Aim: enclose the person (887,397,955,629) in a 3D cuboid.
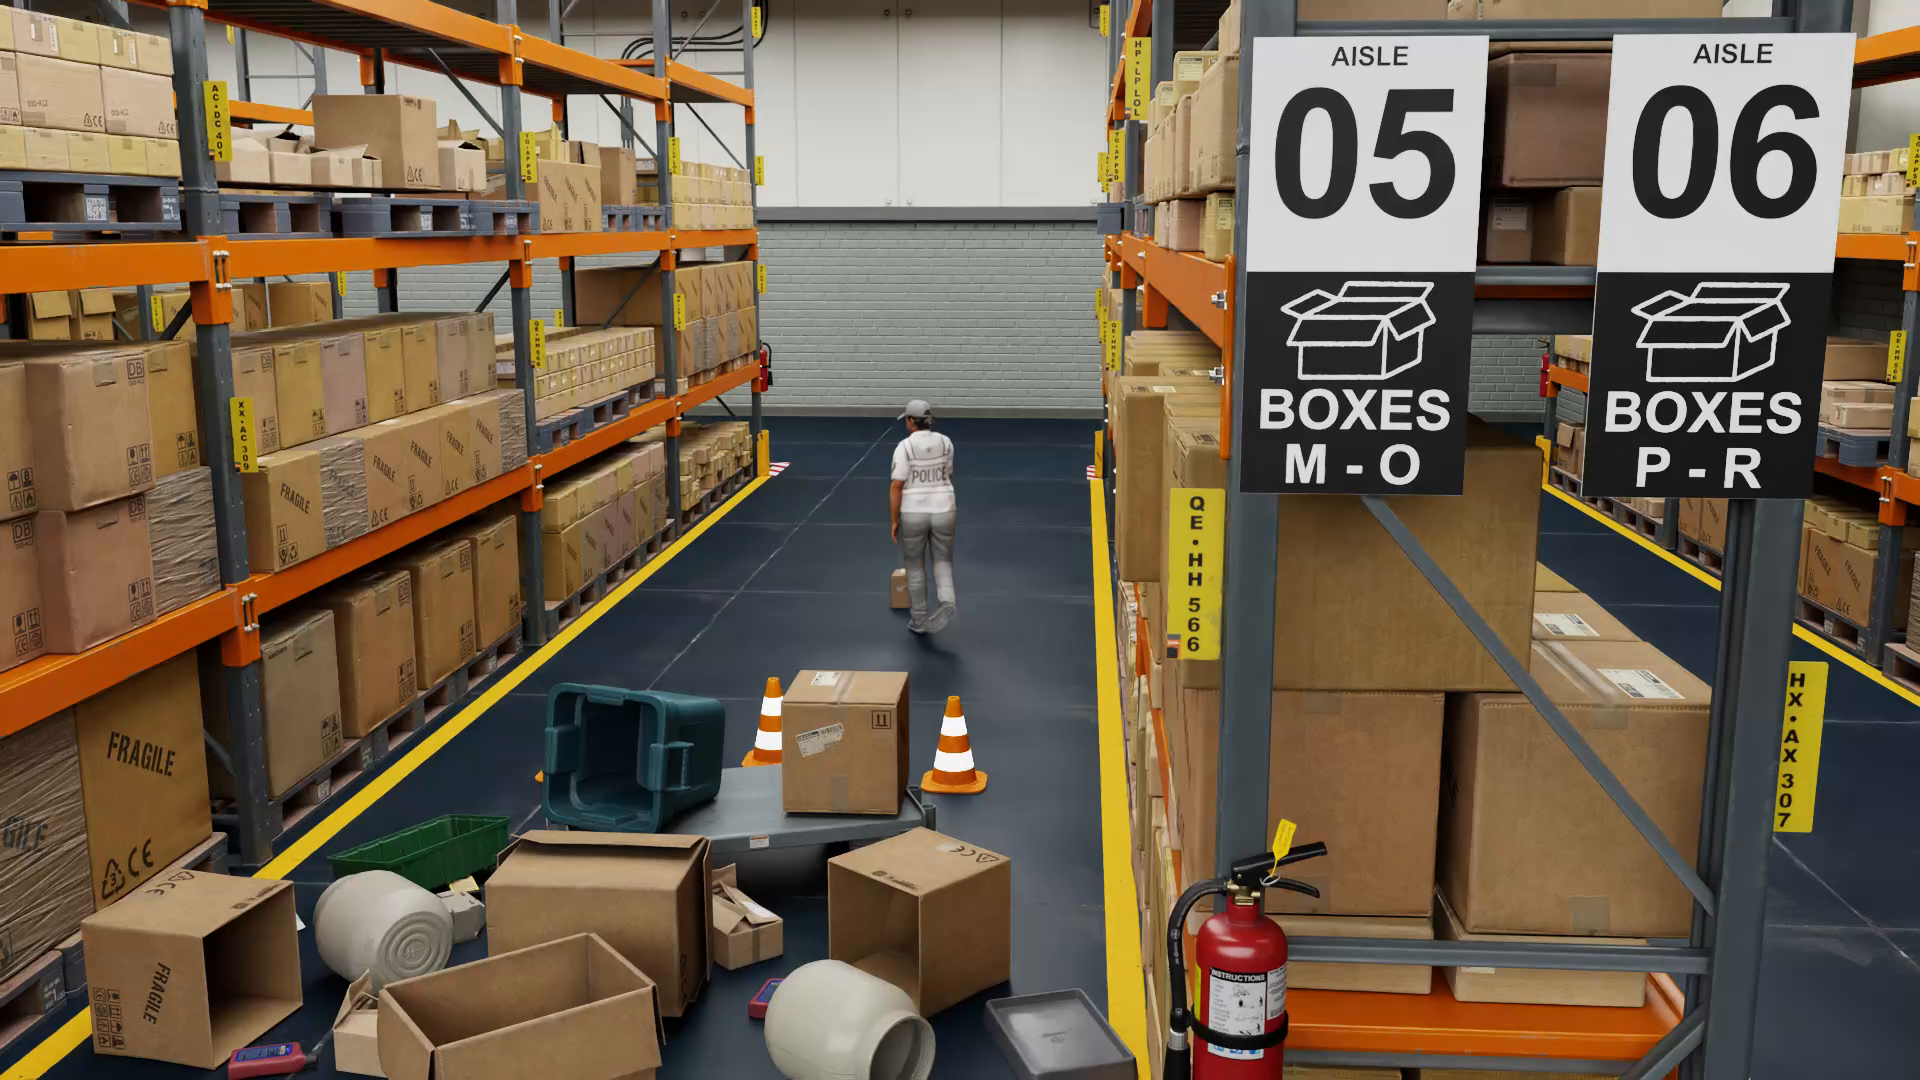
[{"bbox_3d":[-0.280,-0.188,11.813,0.517,1.657,0.453,-4,12,-22],"label":"person"}]
